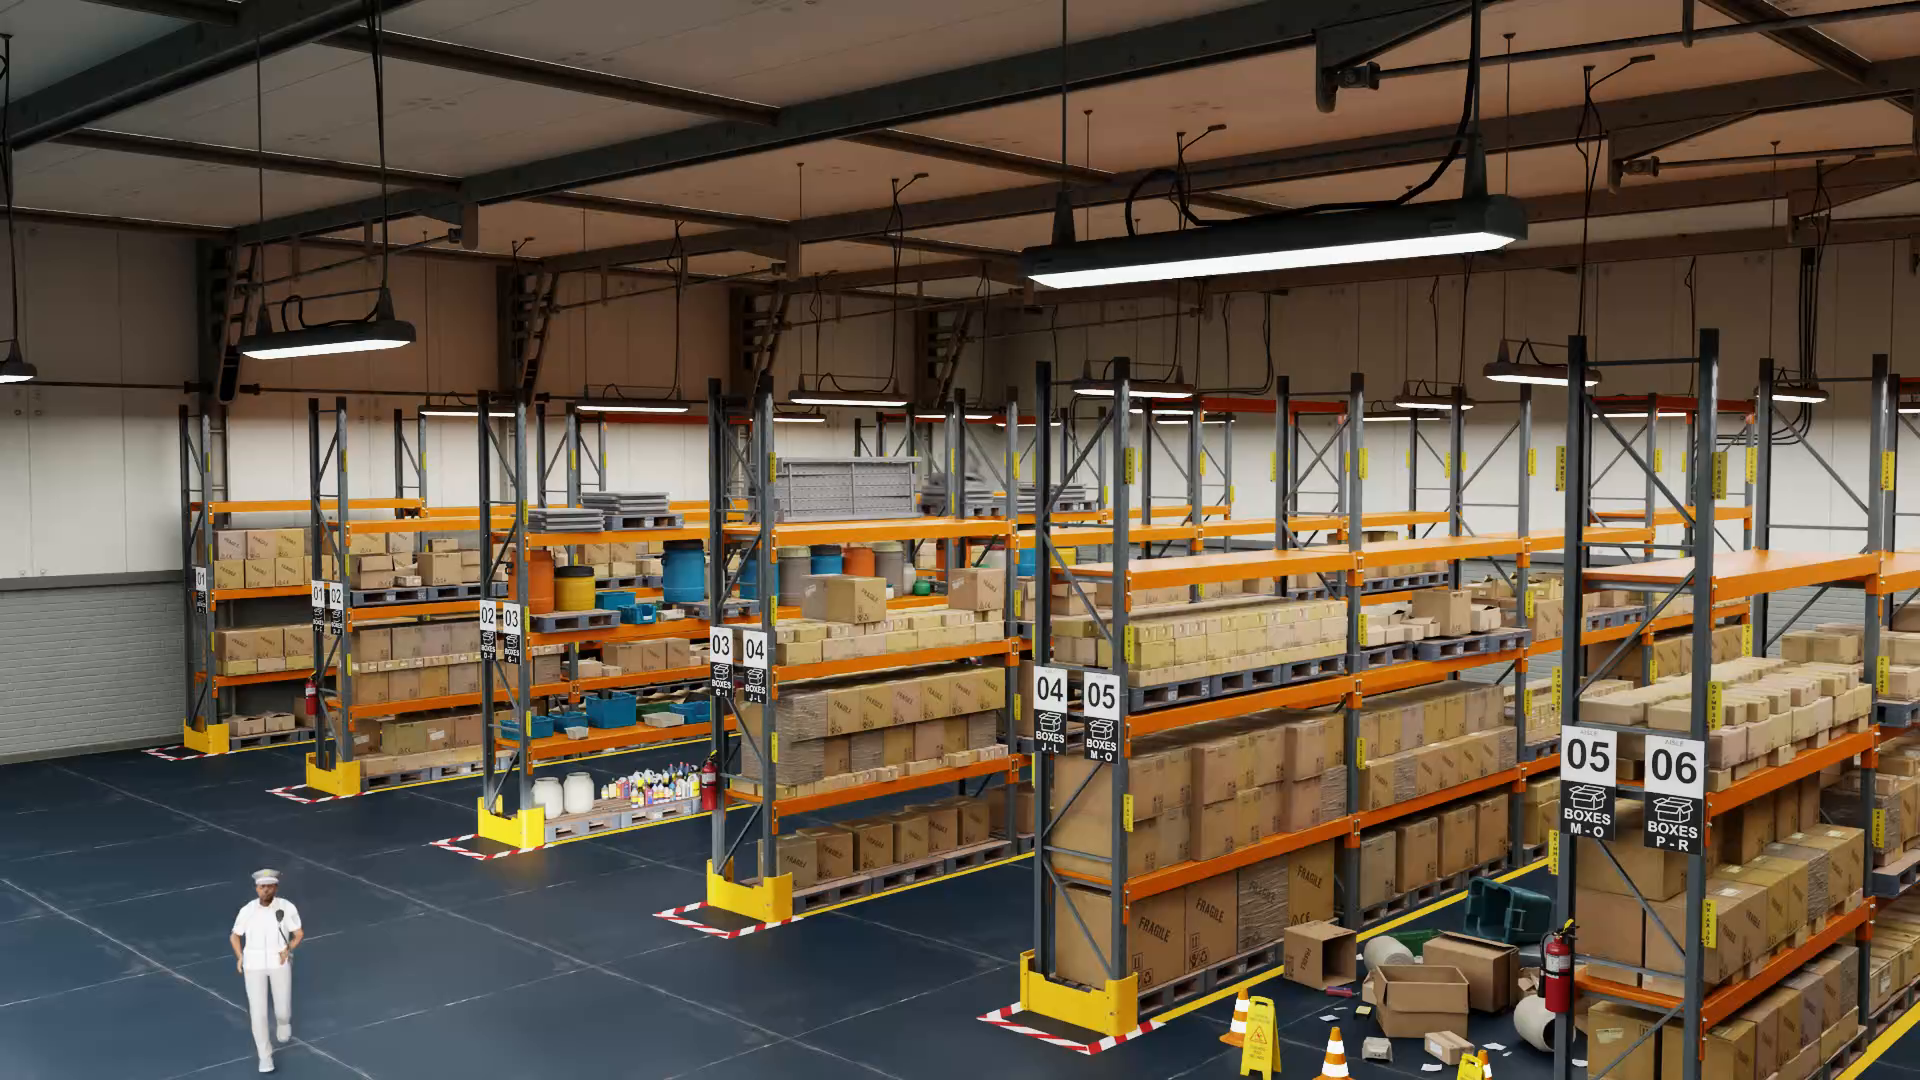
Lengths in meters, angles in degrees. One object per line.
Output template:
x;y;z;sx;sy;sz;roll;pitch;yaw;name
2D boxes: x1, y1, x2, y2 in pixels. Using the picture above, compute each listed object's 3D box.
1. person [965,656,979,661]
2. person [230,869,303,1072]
0.289;2.536;32.626;0.390;1.544;0.638;2;3;28;person
-5.864;3.591;14.068;0.579;1.654;0.658;-1;3;-19;person
